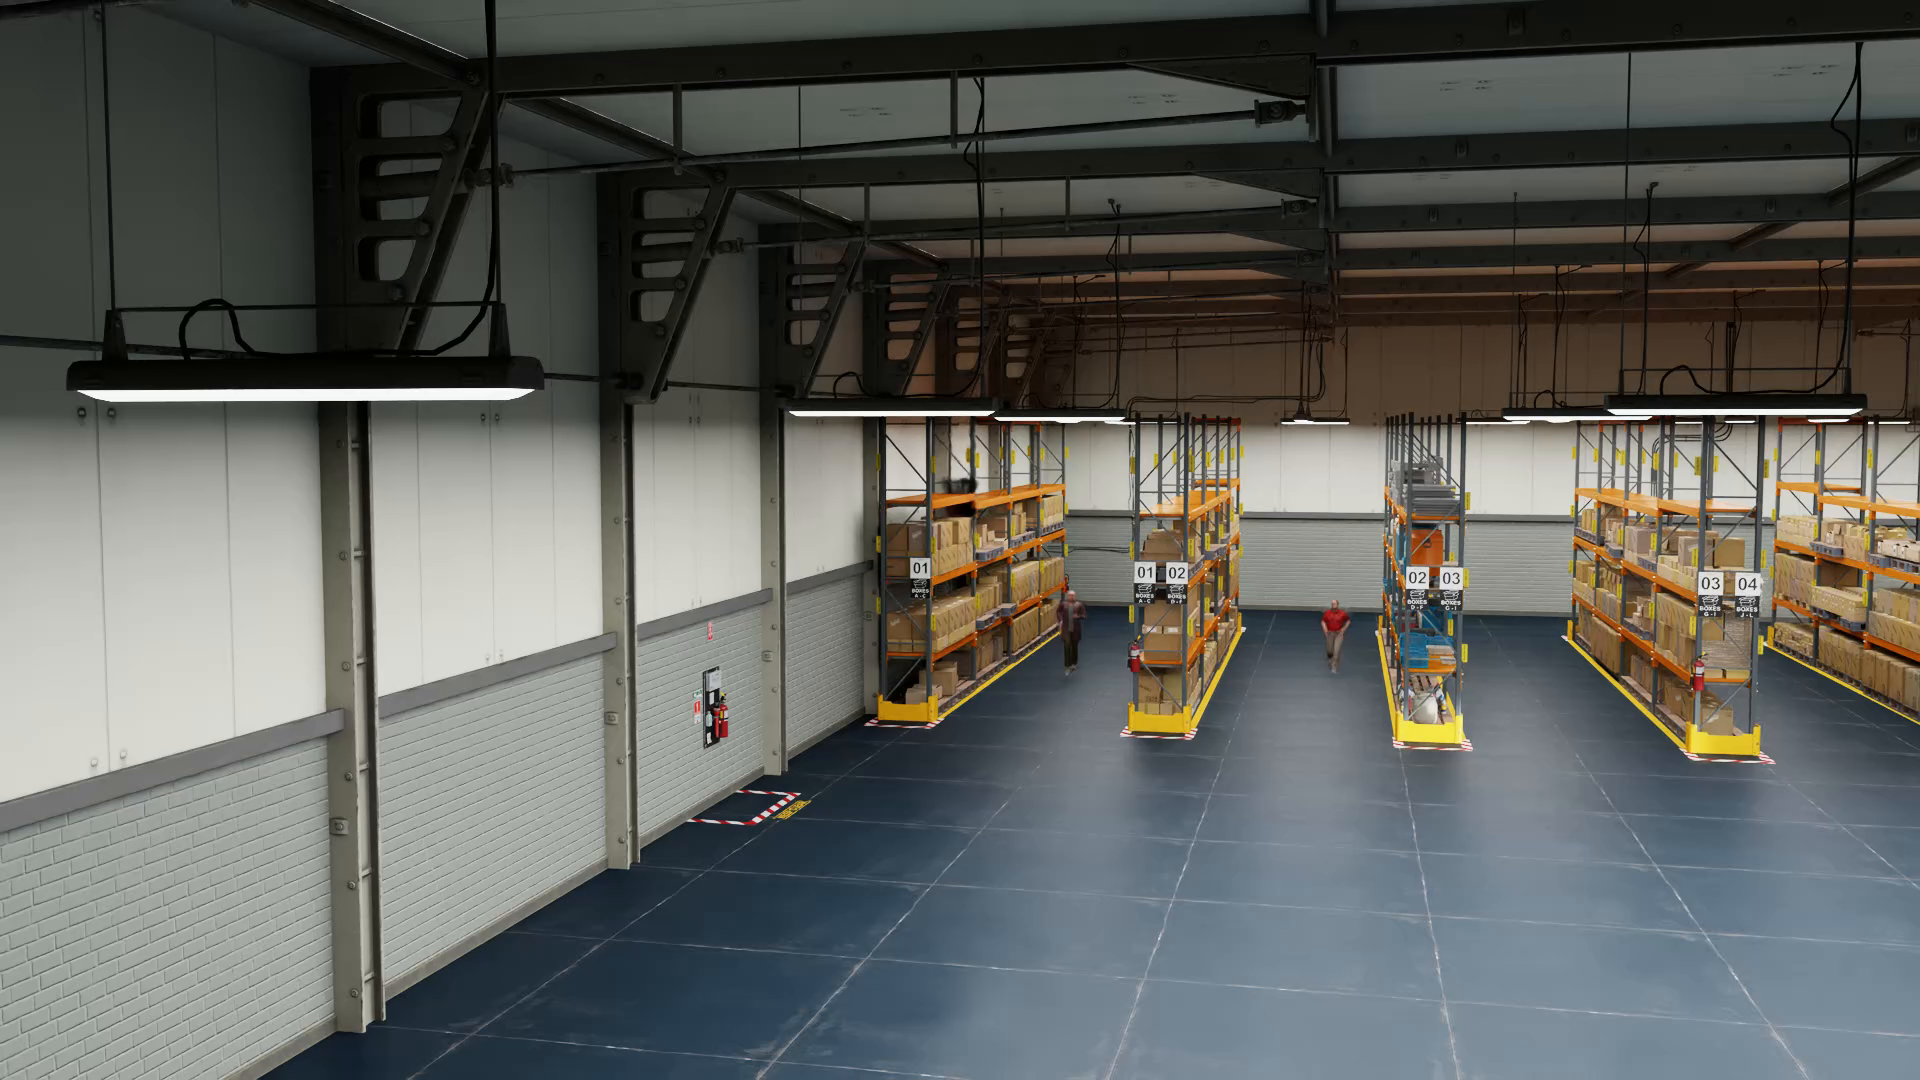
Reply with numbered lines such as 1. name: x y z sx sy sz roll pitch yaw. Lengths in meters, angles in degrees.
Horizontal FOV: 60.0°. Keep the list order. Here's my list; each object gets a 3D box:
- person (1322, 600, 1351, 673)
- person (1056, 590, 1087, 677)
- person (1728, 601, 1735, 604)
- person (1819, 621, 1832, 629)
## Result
1. person: 8.825 2.248 39.041 0.662 1.709 0.685 1 4 21
2. person: 2.473 2.072 37.007 0.682 1.896 0.779 0 4 5
3. person: 20.549 1.879 44.725 0.509 1.668 0.887 -1 4 -11
4. person: 22.987 1.892 44.359 0.624 1.681 0.660 0 4 3
